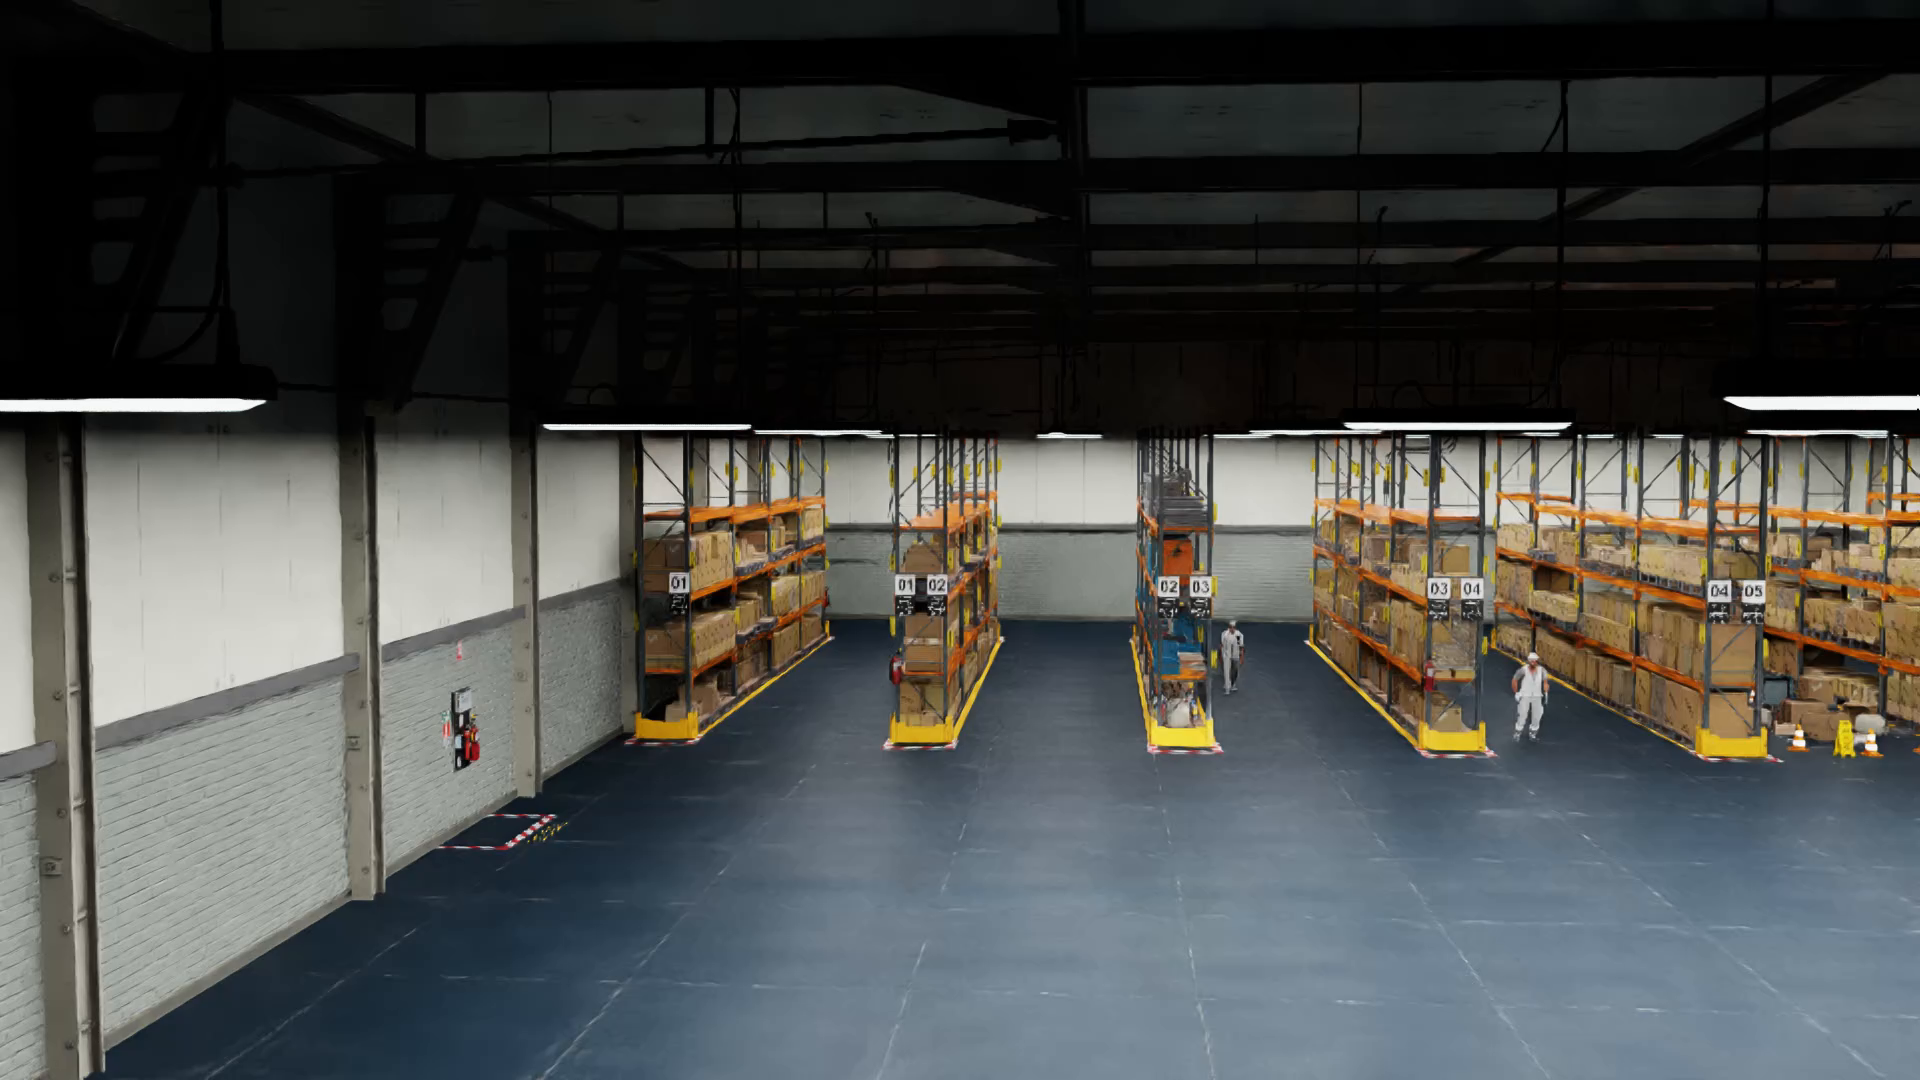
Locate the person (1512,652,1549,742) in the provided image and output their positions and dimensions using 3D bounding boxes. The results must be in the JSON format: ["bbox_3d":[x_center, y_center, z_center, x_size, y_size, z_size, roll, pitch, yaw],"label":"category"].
[{"bbox_3d":[10.784,2.971,31.429,0.677,1.742,0.551,0,3,3],"label":"person"}]

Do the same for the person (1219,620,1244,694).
[{"bbox_3d":[6.145,2.614,37.501,0.540,1.676,1.120,0,3,2],"label":"person"}]

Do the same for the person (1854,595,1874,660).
[{"bbox_3d":[23.465,2.271,42.900,0.590,1.714,0.684,1,4,15],"label":"person"}]

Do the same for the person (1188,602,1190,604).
[{"bbox_3d":[6.223,2.155,45.364,0.478,1.672,0.566,1,3,11],"label":"person"}]
